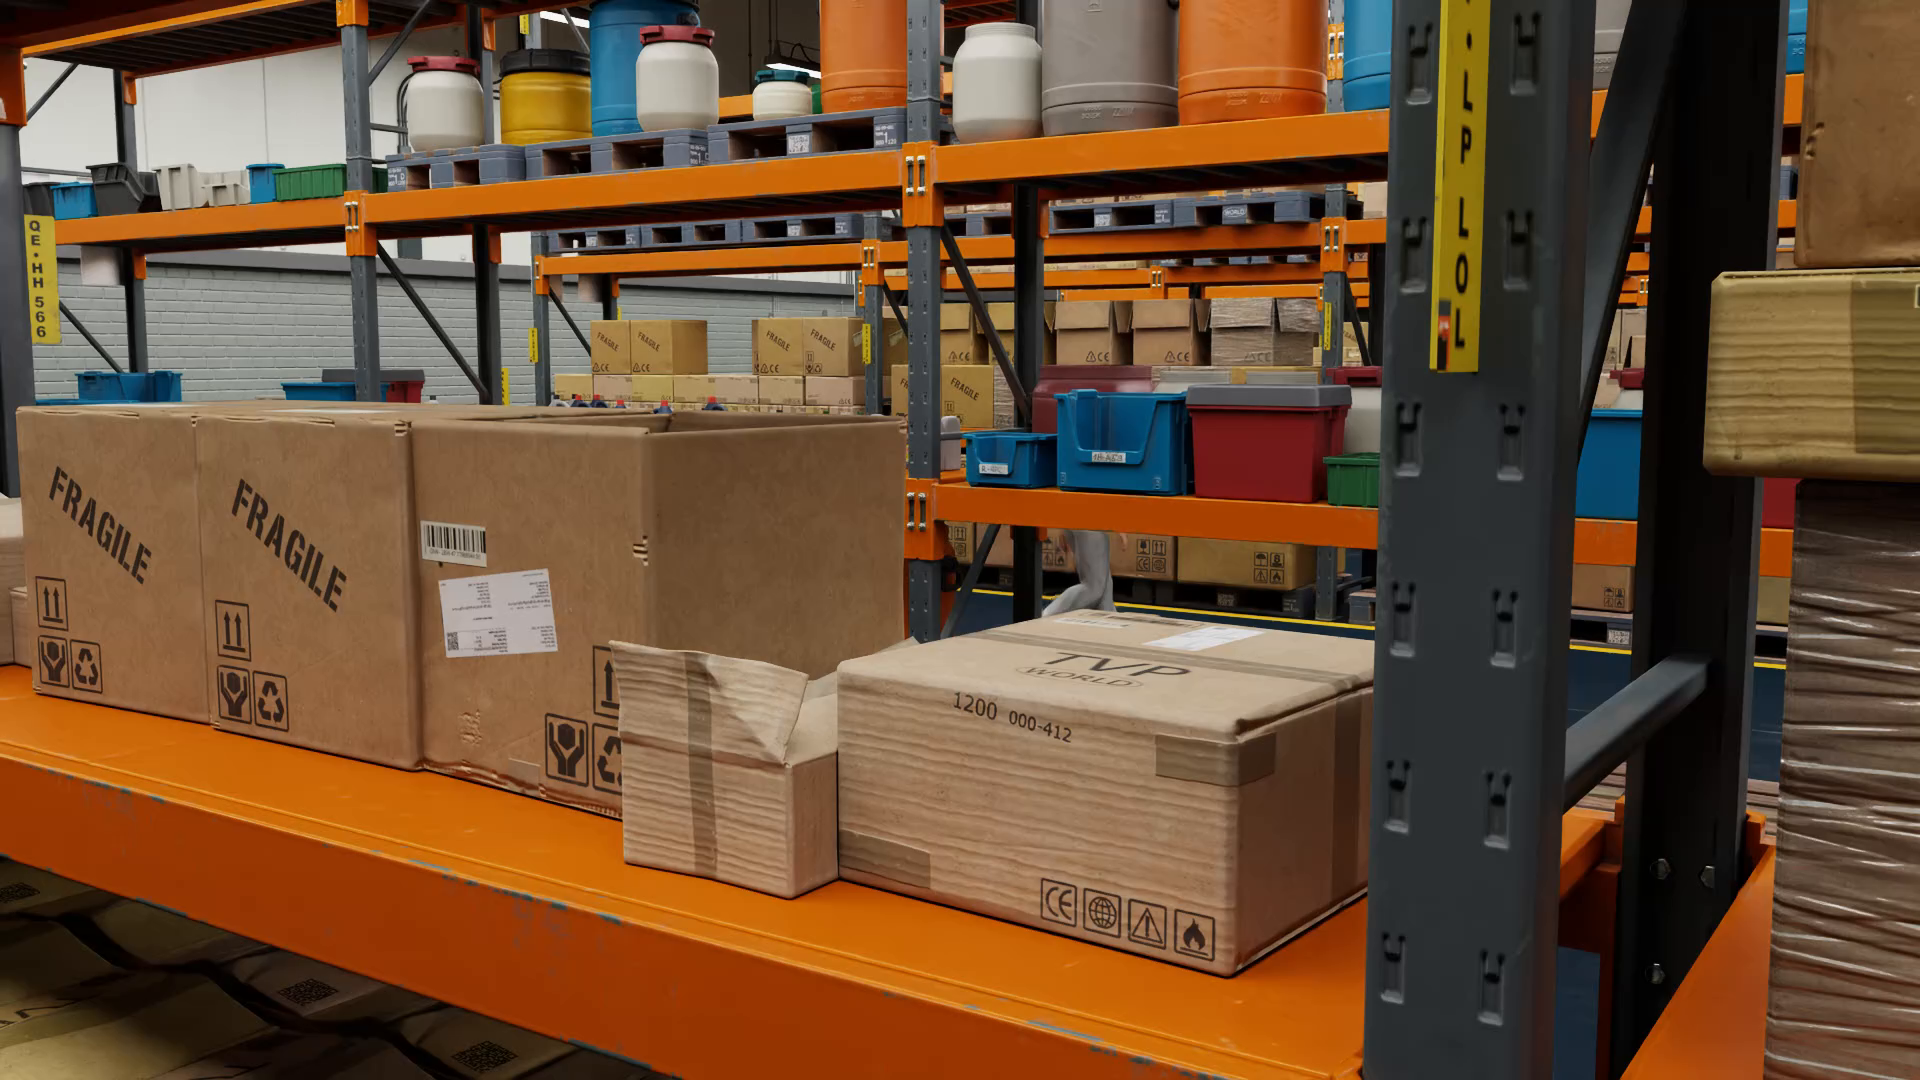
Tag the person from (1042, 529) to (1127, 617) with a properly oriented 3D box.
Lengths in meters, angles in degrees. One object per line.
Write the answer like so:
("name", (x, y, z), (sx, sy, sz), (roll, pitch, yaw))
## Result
("person", (0.745, -0.060, 9.987), (0.848, 1.656, 0.524), (-3, 7, -25))
